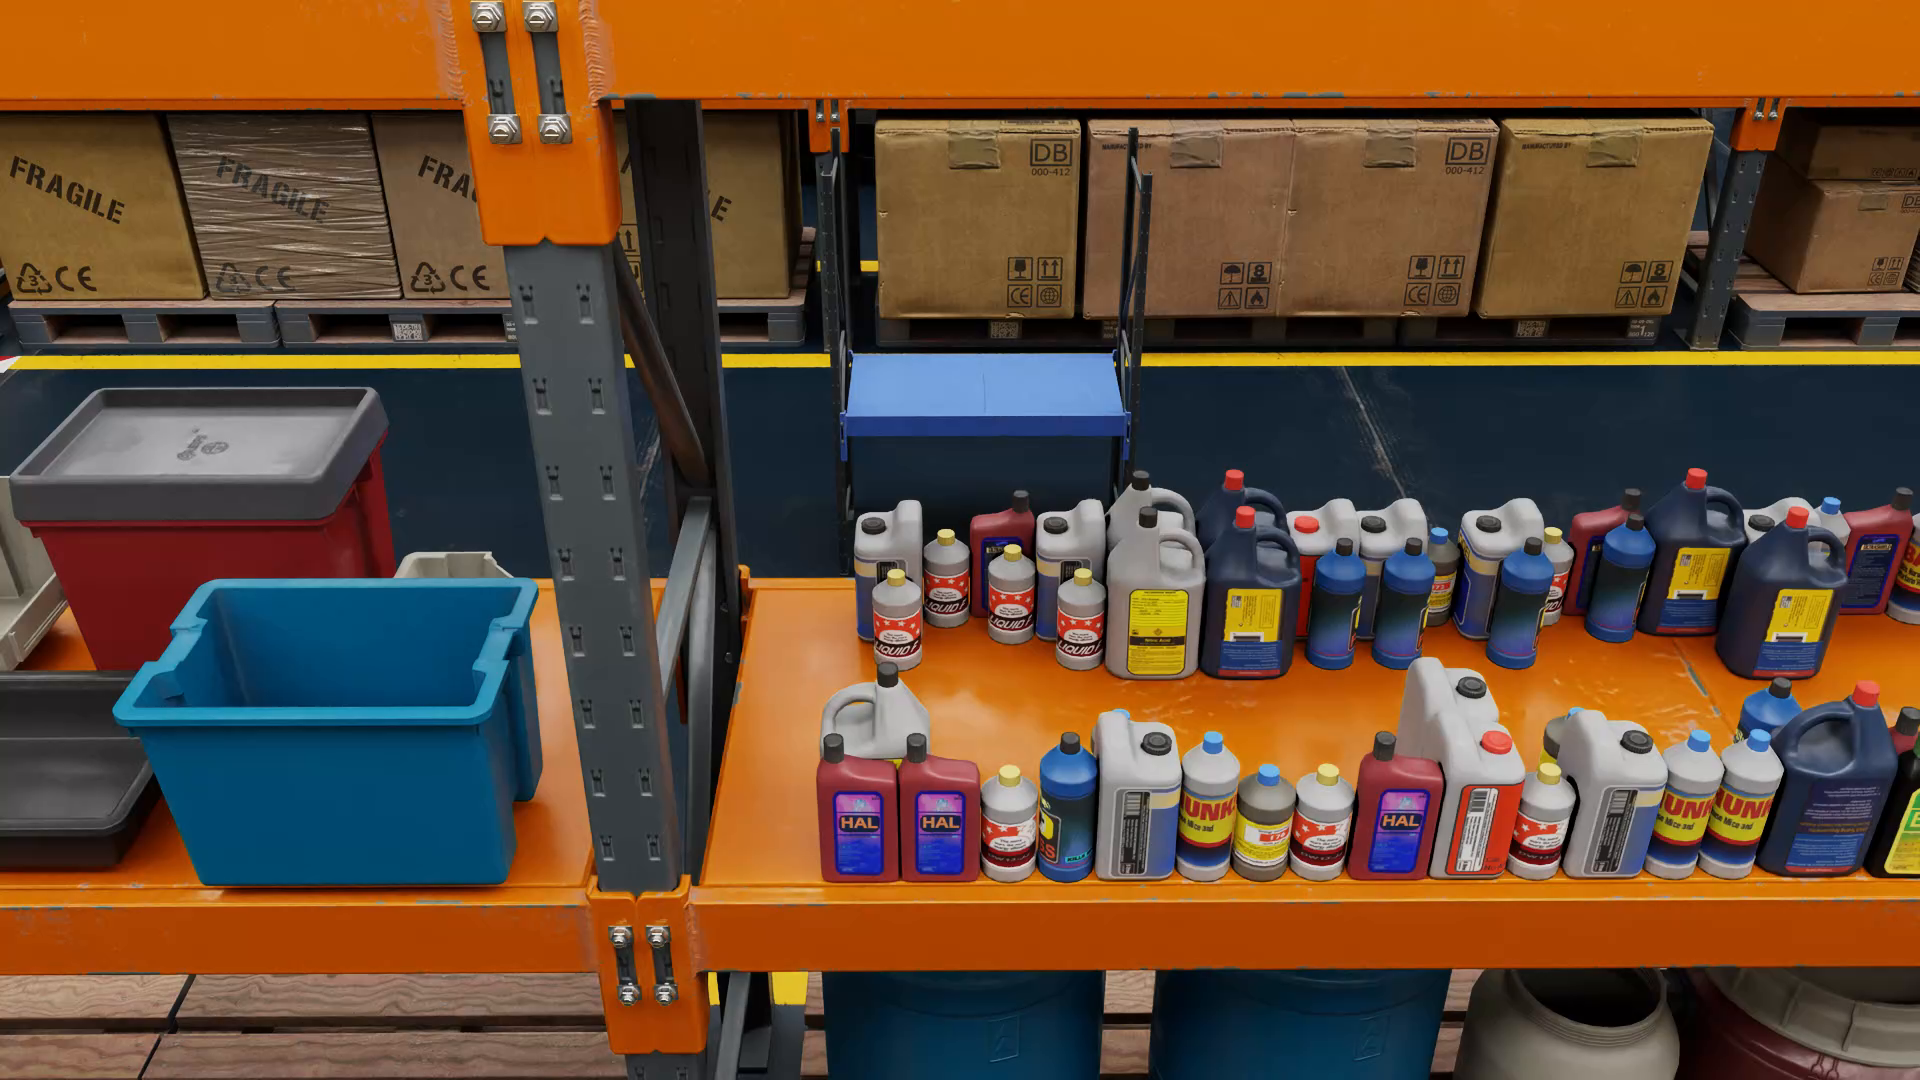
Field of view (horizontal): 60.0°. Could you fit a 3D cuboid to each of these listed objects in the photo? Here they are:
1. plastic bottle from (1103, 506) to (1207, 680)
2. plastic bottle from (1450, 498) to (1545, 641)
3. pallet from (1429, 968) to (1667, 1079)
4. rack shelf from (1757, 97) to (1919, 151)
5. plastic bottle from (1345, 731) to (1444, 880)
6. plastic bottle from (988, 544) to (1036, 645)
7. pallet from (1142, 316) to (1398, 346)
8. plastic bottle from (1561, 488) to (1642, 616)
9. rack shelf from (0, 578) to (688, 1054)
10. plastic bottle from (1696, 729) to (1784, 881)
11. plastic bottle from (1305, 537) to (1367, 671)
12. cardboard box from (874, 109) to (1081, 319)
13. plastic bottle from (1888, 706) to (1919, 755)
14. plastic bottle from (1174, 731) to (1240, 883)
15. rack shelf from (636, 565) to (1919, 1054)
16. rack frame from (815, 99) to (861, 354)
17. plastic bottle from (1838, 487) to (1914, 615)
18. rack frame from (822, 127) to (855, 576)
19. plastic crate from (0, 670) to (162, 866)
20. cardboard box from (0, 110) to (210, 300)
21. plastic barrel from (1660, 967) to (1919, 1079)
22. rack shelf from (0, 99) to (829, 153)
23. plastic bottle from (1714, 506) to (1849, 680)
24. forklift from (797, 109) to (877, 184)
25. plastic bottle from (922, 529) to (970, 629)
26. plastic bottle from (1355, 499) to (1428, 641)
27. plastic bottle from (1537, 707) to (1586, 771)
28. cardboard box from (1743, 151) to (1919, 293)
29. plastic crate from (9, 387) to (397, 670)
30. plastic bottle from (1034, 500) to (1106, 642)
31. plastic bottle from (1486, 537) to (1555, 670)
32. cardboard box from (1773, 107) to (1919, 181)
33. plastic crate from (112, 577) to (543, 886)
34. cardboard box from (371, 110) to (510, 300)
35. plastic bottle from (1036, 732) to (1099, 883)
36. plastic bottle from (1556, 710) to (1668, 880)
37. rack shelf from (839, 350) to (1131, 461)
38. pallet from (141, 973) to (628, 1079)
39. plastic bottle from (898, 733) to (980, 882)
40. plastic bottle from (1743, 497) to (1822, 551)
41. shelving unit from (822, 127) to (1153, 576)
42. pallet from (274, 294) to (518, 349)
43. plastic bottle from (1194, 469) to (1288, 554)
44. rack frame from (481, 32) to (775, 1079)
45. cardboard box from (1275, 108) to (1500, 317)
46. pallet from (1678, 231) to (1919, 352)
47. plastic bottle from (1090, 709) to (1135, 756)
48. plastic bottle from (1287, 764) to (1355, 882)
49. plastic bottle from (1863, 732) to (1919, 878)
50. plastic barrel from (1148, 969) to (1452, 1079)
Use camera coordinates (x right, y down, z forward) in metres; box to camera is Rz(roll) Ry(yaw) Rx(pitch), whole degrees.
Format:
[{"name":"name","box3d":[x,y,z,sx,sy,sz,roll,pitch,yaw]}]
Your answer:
[{"name":"plastic bottle","box3d":[0.382,0.094,3.250,0.185,0.351,0.144,0,31,0]},{"name":"plastic bottle","box3d":[1.092,0.051,3.393,0.135,0.276,0.152,0,31,0]},{"name":"pallet","box3d":[1.459,1.377,3.777,1.213,0.211,1.003,0,31,0]},{"name":"rack shelf","box3d":[5.434,-2.109,7.528,4.000,0.370,1.077,0,31,0]},{"name":"plastic bottle","box3d":[0.721,0.438,2.748,0.133,0.283,0.061,0,31,0]},{"name":"plastic bottle","box3d":[0.105,0.104,3.379,0.097,0.201,0.097,0,31,0]},{"name":"pallet","box3d":[1.428,-1.253,8.111,1.213,0.211,1.003,0,31,0]},{"name":"plastic bottle","box3d":[1.323,0.024,3.431,0.133,0.283,0.061,0,31,0]},{"name":"rack shelf","box3d":[-2.536,0.485,3.253,4.000,0.370,1.077,0,31,0]},{"name":"plastic bottle","box3d":[1.300,0.432,2.770,0.097,0.271,0.097,0,31,0]},{"name":"plastic bottle","box3d":[0.745,0.119,3.286,0.097,0.271,0.097,0,31,0]},{"name":"cardboard box","box3d":[0.074,-1.682,7.773,0.875,0.875,1.225,0,31,0]},{"name":"plastic bottle","box3d":[1.600,0.404,2.805,0.133,0.283,0.061,0,31,0]},{"name":"plastic bottle","box3d":[0.411,0.435,2.765,0.097,0.271,0.097,0,31,0]},{"name":"rack shelf","box3d":[1.464,0.472,3.273,4.000,0.370,1.077,0,31,0]},{"name":"rack frame","box3d":[-0.566,-2.398,7.311,0.127,3.000,1.000,0,31,0]},{"name":"plastic bottle","box3d":[1.873,0.022,3.434,0.133,0.283,0.061,0,31,0]},{"name":"rack frame","box3d":[-0.423,-0.640,5.859,0.032,1.500,0.500,0,31,0]},{"name":"plastic crate","box3d":[-1.654,0.406,2.897,0.590,0.125,0.437,0,31,0]},{"name":"cardboard box","box3d":[-3.927,-1.700,7.804,0.875,0.875,0.875,0,31,0]},{"name":"plastic barrel","box3d":[1.845,1.024,3.591,0.708,0.588,0.600,0,31,0]},{"name":"rack shelf","box3d":[-2.566,-2.084,7.487,4.000,0.370,1.077,0,31,0]},{"name":"plastic bottle","box3d":[1.618,0.095,3.250,0.185,0.351,0.144,0,31,0]},{"name":"forklift","box3d":[-0.681,-3.602,9.361,3.031,2.935,1.130,0,31,-1]},{"name":"plastic bottle","box3d":[-0.028,0.073,3.430,0.097,0.201,0.097,0,31,0]},{"name":"plastic bottle","box3d":[0.860,0.052,3.392,0.135,0.276,0.152,0,31,0]},{"name":"plastic bottle","box3d":[1.067,0.384,2.917,0.097,0.201,0.097,0,31,0]},{"name":"cardboard box","box3d":[4.104,-1.542,7.886,0.500,0.500,0.700,-2,31,-3]},{"name":"plastic crate","box3d":[-1.431,-0.009,3.254,0.583,0.464,0.402,0,31,0]},{"name":"plastic bottle","box3d":[0.221,0.054,3.389,0.135,0.276,0.152,0,31,0]},{"name":"plastic bottle","box3d":[1.111,0.118,3.288,0.097,0.271,0.097,0,31,0]},{"name":"cardboard box","box3d":[4.104,-1.868,7.700,0.500,0.250,0.500,1,31,2]},{"name":"plastic crate","box3d":[-1.001,0.331,2.771,0.575,0.384,0.392,0,31,0]},{"name":"cardboard box","box3d":[-2.127,-1.706,7.813,0.875,0.875,0.875,0,31,0]},{"name":"plastic bottle","box3d":[0.179,0.436,2.764,0.097,0.271,0.097,0,31,0]},{"name":"plastic bottle","box3d":[1.087,0.417,2.791,0.135,0.276,0.152,0,31,0]},{"name":"rack shelf","box3d":[0.085,-0.488,5.955,1.000,0.185,0.538,0,31,0]},{"name":"pallet","box3d":[-1.271,1.386,3.763,1.213,0.211,1.003,0,31,0]},{"name":"plastic bottle","box3d":[-0.034,0.441,2.744,0.133,0.283,0.061,0,31,0]},{"name":"plastic bottle","box3d":[1.642,0.050,3.396,0.135,0.276,0.152,0,31,0]},{"name":"shelving unit","box3d":[0.085,-0.641,5.861,1.048,1.500,0.538,0,31,0]},{"name":"pallet","box3d":[-2.550,-1.239,8.088,1.213,0.211,1.003,0,31,0]},{"name":"plastic bottle","box3d":[0.566,0.019,3.374,0.185,0.351,0.144,0,31,0]},{"name":"rack frame","box3d":[-0.536,0.171,3.076,0.127,3.000,1.000,0,31,0]},{"name":"cardboard box","box3d":[1.852,-1.692,7.790,0.875,0.875,1.225,0,31,0]},{"name":"pallet","box3d":[4.215,-1.220,8.057,1.213,0.211,1.003,0,31,0]},{"name":"plastic bottle","box3d":[0.275,0.386,2.913,0.097,0.201,0.097,0,31,0]},{"name":"plastic bottle","box3d":[0.606,0.464,2.785,0.097,0.201,0.097,0,31,0]},{"name":"plastic bottle","box3d":[1.601,0.436,2.753,0.133,0.283,0.061,0,31,0]},{"name":"plastic barrel","box3d":[0.716,0.894,3.504,0.708,0.901,0.600,0,31,0]}]
